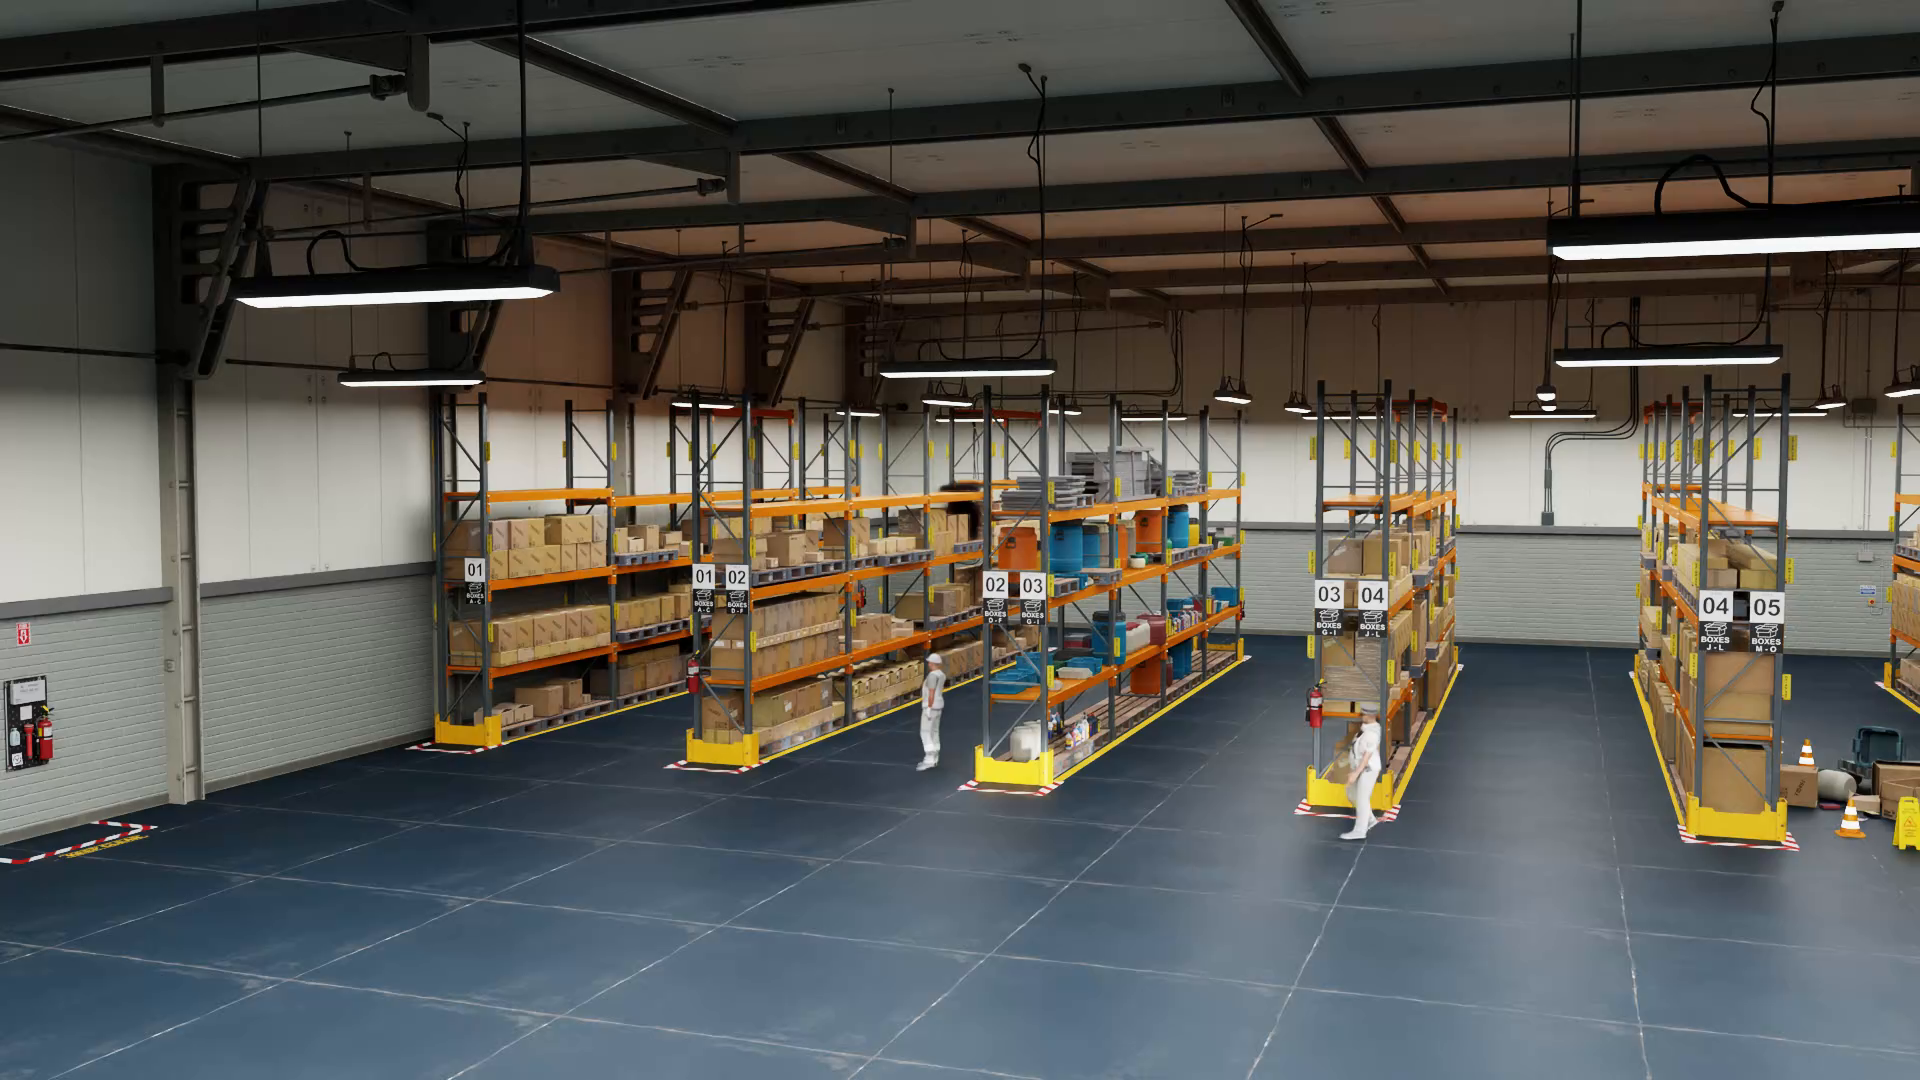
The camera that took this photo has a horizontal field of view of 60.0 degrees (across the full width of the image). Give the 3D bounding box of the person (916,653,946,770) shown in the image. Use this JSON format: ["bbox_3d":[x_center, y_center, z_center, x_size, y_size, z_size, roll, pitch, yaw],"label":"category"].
[{"bbox_3d":[-0.462,2.709,26.350,0.377,1.819,0.616,1,3,20],"label":"person"}]

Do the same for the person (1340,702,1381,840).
[{"bbox_3d":[5.181,2.988,21.526,0.543,1.777,0.608,0,3,0],"label":"person"}]
